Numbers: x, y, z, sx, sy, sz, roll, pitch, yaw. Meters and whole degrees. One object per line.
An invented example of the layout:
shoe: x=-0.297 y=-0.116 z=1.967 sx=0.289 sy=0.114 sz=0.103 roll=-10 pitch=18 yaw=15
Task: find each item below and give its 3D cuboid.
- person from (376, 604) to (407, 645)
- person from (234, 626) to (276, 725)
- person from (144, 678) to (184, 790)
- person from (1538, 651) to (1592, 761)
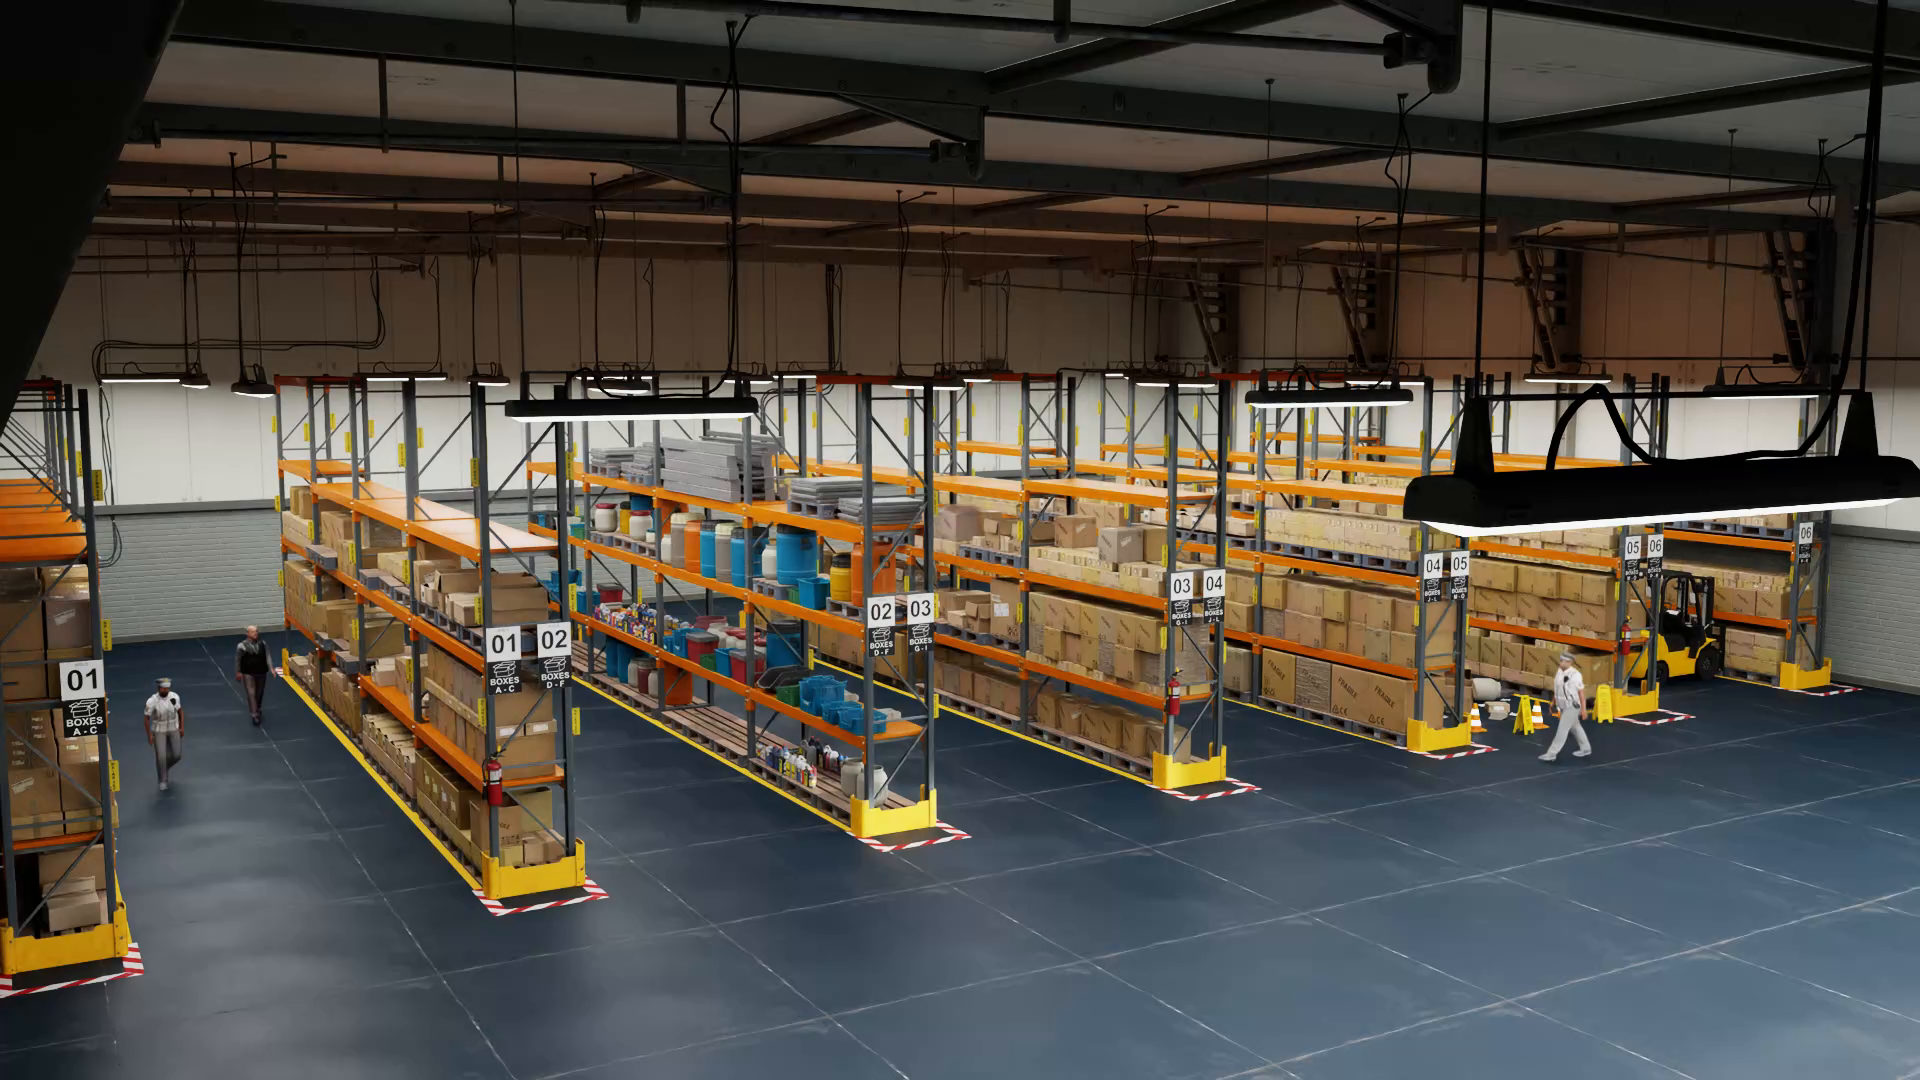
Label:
person: x=-12.658 y=1.558 z=36.364 sx=1.071 sy=1.593 sz=0.438 roll=-1 pitch=6 yaw=-13
person: x=-12.282 y=2.322 z=28.965 sx=0.625 sy=1.667 sz=1.068 roll=-4 pitch=7 yaw=-33
person: x=-11.791 y=2.832 z=24.618 sx=0.544 sy=1.657 sz=0.541 roll=-5 pitch=8 yaw=-41
person: x=9.540 y=2.591 z=26.208 sx=1.037 sy=1.699 sz=0.591 roll=-1 pitch=6 yaw=-12
